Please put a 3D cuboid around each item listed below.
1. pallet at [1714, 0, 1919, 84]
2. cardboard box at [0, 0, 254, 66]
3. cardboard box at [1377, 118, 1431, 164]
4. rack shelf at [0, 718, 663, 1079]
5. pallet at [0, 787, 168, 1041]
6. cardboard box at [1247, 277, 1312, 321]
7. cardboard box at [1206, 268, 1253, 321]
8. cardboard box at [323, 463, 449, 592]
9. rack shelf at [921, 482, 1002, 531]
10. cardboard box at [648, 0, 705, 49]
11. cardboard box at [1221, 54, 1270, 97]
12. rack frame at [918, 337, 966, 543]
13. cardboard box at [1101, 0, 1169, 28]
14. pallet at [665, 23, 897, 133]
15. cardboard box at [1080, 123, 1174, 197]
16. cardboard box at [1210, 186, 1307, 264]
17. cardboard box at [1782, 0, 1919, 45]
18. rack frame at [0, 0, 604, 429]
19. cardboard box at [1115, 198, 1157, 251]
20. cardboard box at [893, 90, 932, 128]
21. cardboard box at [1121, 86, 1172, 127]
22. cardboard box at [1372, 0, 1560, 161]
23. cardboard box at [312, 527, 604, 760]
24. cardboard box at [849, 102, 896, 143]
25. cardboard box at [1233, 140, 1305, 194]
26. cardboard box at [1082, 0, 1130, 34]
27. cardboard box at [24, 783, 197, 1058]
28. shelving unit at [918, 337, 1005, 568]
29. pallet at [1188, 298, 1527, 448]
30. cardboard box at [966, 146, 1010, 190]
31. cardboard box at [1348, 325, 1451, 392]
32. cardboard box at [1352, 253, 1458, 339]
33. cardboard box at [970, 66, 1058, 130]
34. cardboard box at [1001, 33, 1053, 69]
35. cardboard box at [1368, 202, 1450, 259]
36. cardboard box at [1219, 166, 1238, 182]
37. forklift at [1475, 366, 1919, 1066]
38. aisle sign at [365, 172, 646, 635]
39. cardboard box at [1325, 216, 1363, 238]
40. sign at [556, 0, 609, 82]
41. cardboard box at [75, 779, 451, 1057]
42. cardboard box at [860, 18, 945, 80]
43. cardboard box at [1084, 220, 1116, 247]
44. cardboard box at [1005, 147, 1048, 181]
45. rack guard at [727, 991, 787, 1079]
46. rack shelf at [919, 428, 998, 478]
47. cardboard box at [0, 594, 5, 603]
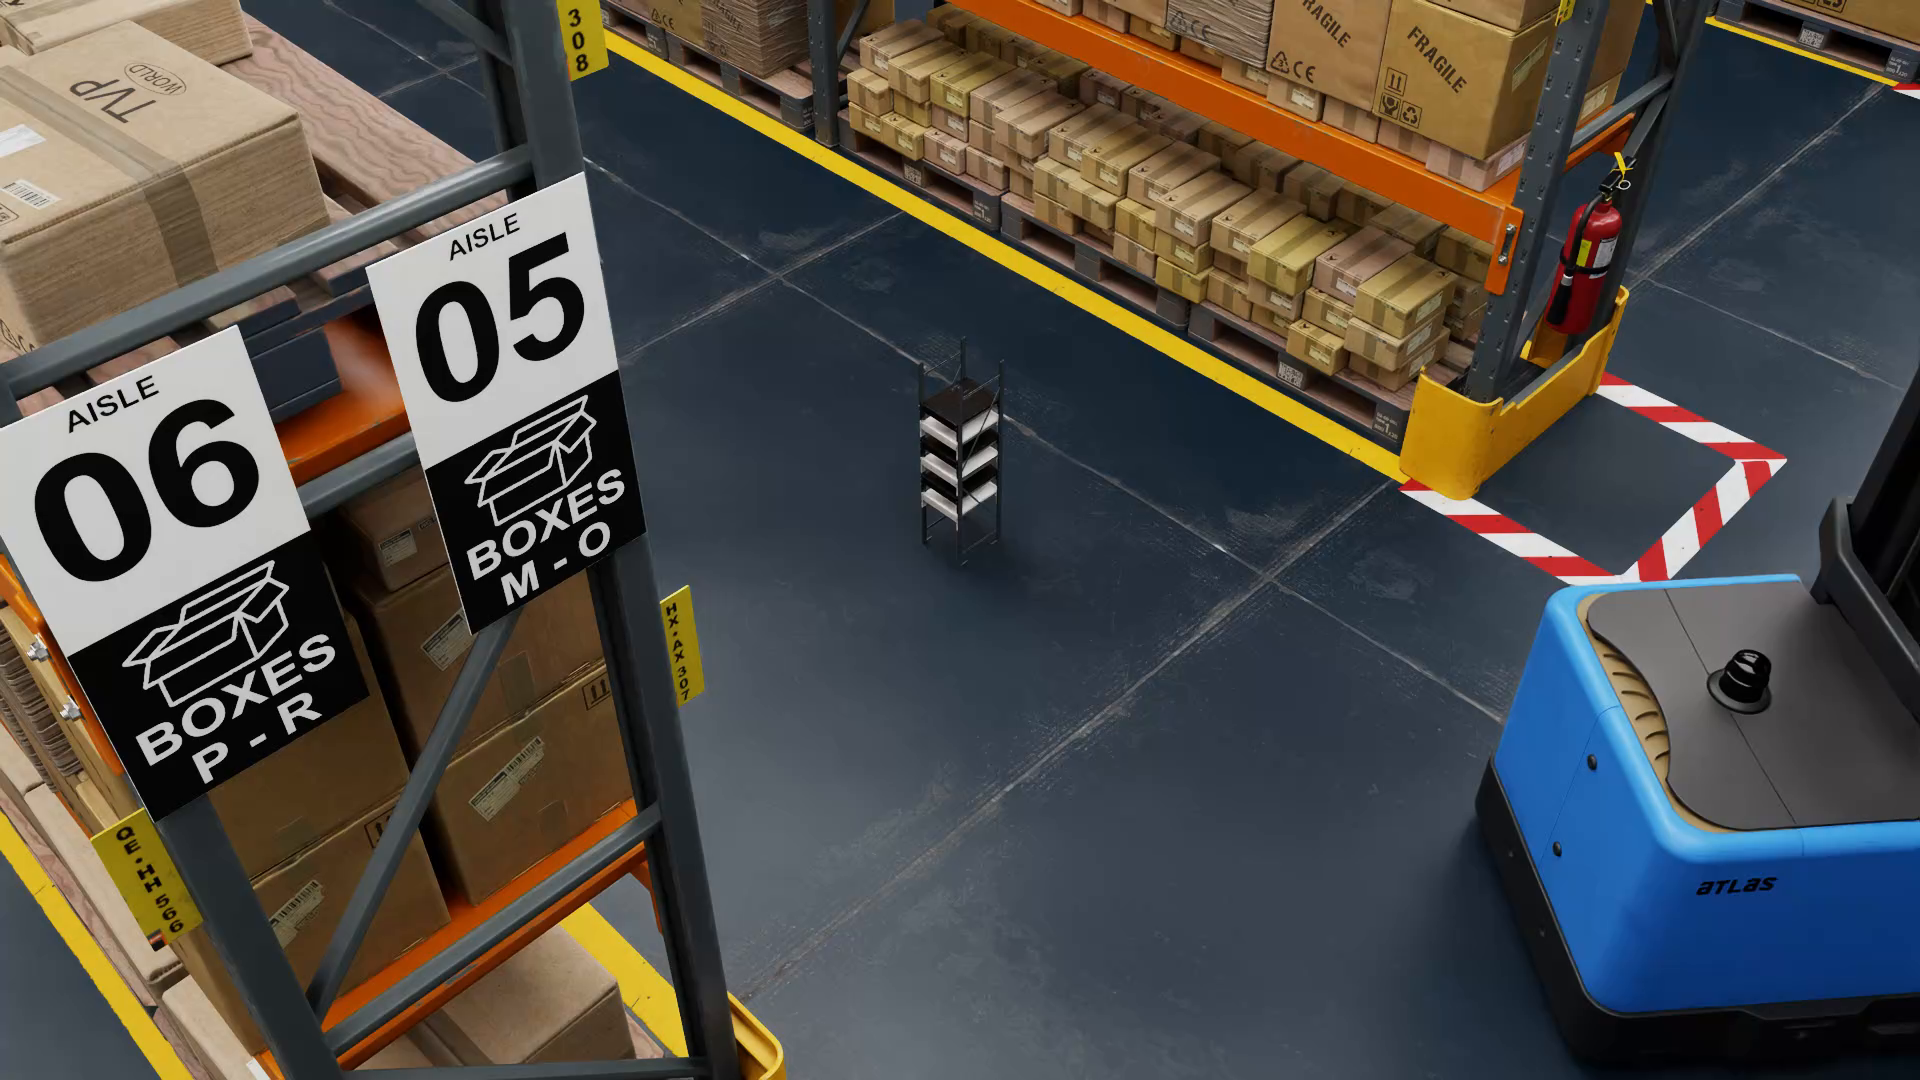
[{"bbox_3d":[5.392,-3.224,10.083,1.003,0.211,1.213,-34,53,-31],"label":"pallet"},{"bbox_3d":[-1.610,-0.985,3.198,0.380,0.149,0.250,-32,52,-30],"label":"cardboard box"},{"bbox_3d":[1.850,-1.639,6.499,0.250,0.149,0.380,34,53,31],"label":"cardboard box"},{"bbox_3d":[-2.416,0.152,4.906,1.077,0.370,4.000,-34,53,-31],"label":"rack shelf"},{"bbox_3d":[-2.481,0.940,5.578,1.003,0.211,1.213,-34,53,-31],"label":"pallet"},{"bbox_3d":[1.486,-1.155,7.361,0.250,0.149,0.380,32,52,30],"label":"cardboard box"},{"bbox_3d":[1.348,-1.188,7.617,0.380,0.149,0.250,-34,52,-31],"label":"cardboard box"},{"bbox_3d":[-1.059,-0.097,3.356,0.380,0.149,0.250,-33,52,-30],"label":"cardboard box"},{"bbox_3d":[0.006,-0.170,6.585,0.258,0.077,0.200,-34,53,-31],"label":"rack shelf"},{"bbox_3d":[-1.458,-3.212,9.549,0.500,0.500,0.500,33,52,30],"label":"cardboard box"},{"bbox_3d":[1.300,-2.004,6.894,0.250,0.149,0.380,32,51,30],"label":"cardboard box"},{"bbox_3d":[-0.066,-0.375,6.493,0.240,0.900,0.006,-34,53,-31],"label":"rack frame"},{"bbox_3d":[0.860,-2.545,7.001,0.500,0.500,0.500,-31,51,-29],"label":"cardboard box"},{"bbox_3d":[-0.946,-2.844,9.672,1.003,0.211,1.213,-34,53,-31],"label":"pallet"},{"bbox_3d":[0.787,-1.792,7.832,0.380,0.149,0.250,-34,52,-31],"label":"cardboard box"},{"bbox_3d":[1.329,-1.398,7.405,0.250,0.149,0.380,32,52,30],"label":"cardboard box"},{"bbox_3d":[5.504,-3.544,9.632,0.875,0.875,0.875,-34,53,-31],"label":"cardboard box"},{"bbox_3d":[-1.004,-1.355,1.586,1.000,3.000,0.127,-34,53,-31],"label":"rack frame"},{"bbox_3d":[0.944,-1.529,7.767,0.380,0.149,0.250,-31,51,-29],"label":"cardboard box"},{"bbox_3d":[-0.124,-2.305,8.606,0.380,0.149,0.250,-34,52,-31],"label":"cardboard box"},{"bbox_3d":[1.013,-2.183,8.255,0.250,0.149,0.380,32,52,30],"label":"cardboard box"},{"bbox_3d":[1.930,-1.811,6.207,0.500,0.500,0.500,-33,52,-31],"label":"cardboard box"},{"bbox_3d":[-1.141,0.077,3.646,0.500,0.500,0.500,33,52,31],"label":"cardboard box"},{"bbox_3d":[-0.366,-2.273,8.791,0.250,0.149,0.380,32,51,30],"label":"cardboard box"},{"bbox_3d":[1.510,-1.787,7.827,0.380,0.149,0.250,-32,51,-30],"label":"cardboard box"},{"bbox_3d":[0.760,-2.393,7.315,0.380,0.149,0.250,-32,52,-30],"label":"cardboard box"},{"bbox_3d":[-2.193,0.930,5.112,0.875,0.438,0.875,-33,52,-30],"label":"cardboard box"},{"bbox_3d":[0.006,-0.327,6.440,0.258,0.900,0.210,-34,53,-31],"label":"shelving unit"},{"bbox_3d":[1.827,-0.992,7.668,1.003,0.211,1.213,-34,53,-31],"label":"pallet"},{"bbox_3d":[0.249,-1.952,8.444,0.250,0.149,0.380,33,52,31],"label":"cardboard box"},{"bbox_3d":[1.910,-0.833,7.232,0.380,0.149,0.250,-33,52,-31],"label":"cardboard box"},{"bbox_3d":[1.876,-1.031,7.009,0.380,0.149,0.250,-33,52,-31],"label":"cardboard box"},{"bbox_3d":[0.268,-2.182,8.254,0.250,0.149,0.380,33,52,30],"label":"cardboard box"},{"bbox_3d":[0.430,-2.554,8.657,0.250,0.149,0.380,34,52,31],"label":"cardboard box"},{"bbox_3d":[2.020,-1.388,7.394,0.380,0.149,0.250,-33,52,-31],"label":"cardboard box"},{"bbox_3d":[1.272,-1.765,8.022,0.380,0.149,0.250,-31,51,-29],"label":"cardboard box"},{"bbox_3d":[3.297,0.099,4.483,3.031,2.935,1.130,-3,43,-3],"label":"forklift"},{"bbox_3d":[-0.748,-0.211,2.852,0.394,0.787,0.004,-34,53,-31],"label":"aisle sign"},{"bbox_3d":[1.852,-1.398,7.624,0.380,0.149,0.250,-33,52,-31],"label":"cardboard box"},{"bbox_3d":[-0.607,-0.867,2.565,0.100,0.325,0.005,-34,53,-31],"label":"sign"},{"bbox_3d":[-1.532,0.707,3.701,0.500,0.500,0.500,-34,52,-31],"label":"cardboard box"},{"bbox_3d":[-0.299,-2.555,8.658,0.380,0.149,0.250,-32,51,-30],"label":"cardboard box"},{"bbox_3d":[0.819,-1.579,8.040,0.380,0.149,0.250,-33,52,-30],"label":"cardboard box"},{"bbox_3d":[0.440,-1.931,8.201,0.380,0.149,0.250,-32,51,-30],"label":"cardboard box"},{"bbox_3d":[-0.987,1.778,4.458,1.175,0.500,0.348,-34,53,-31],"label":"rack guard"},{"bbox_3d":[0.006,-0.368,6.402,0.258,0.077,0.200,-34,53,-31],"label":"rack shelf"},{"bbox_3d":[-1.837,-0.064,3.321,0.250,0.149,0.380,34,52,31],"label":"cardboard box"}]
